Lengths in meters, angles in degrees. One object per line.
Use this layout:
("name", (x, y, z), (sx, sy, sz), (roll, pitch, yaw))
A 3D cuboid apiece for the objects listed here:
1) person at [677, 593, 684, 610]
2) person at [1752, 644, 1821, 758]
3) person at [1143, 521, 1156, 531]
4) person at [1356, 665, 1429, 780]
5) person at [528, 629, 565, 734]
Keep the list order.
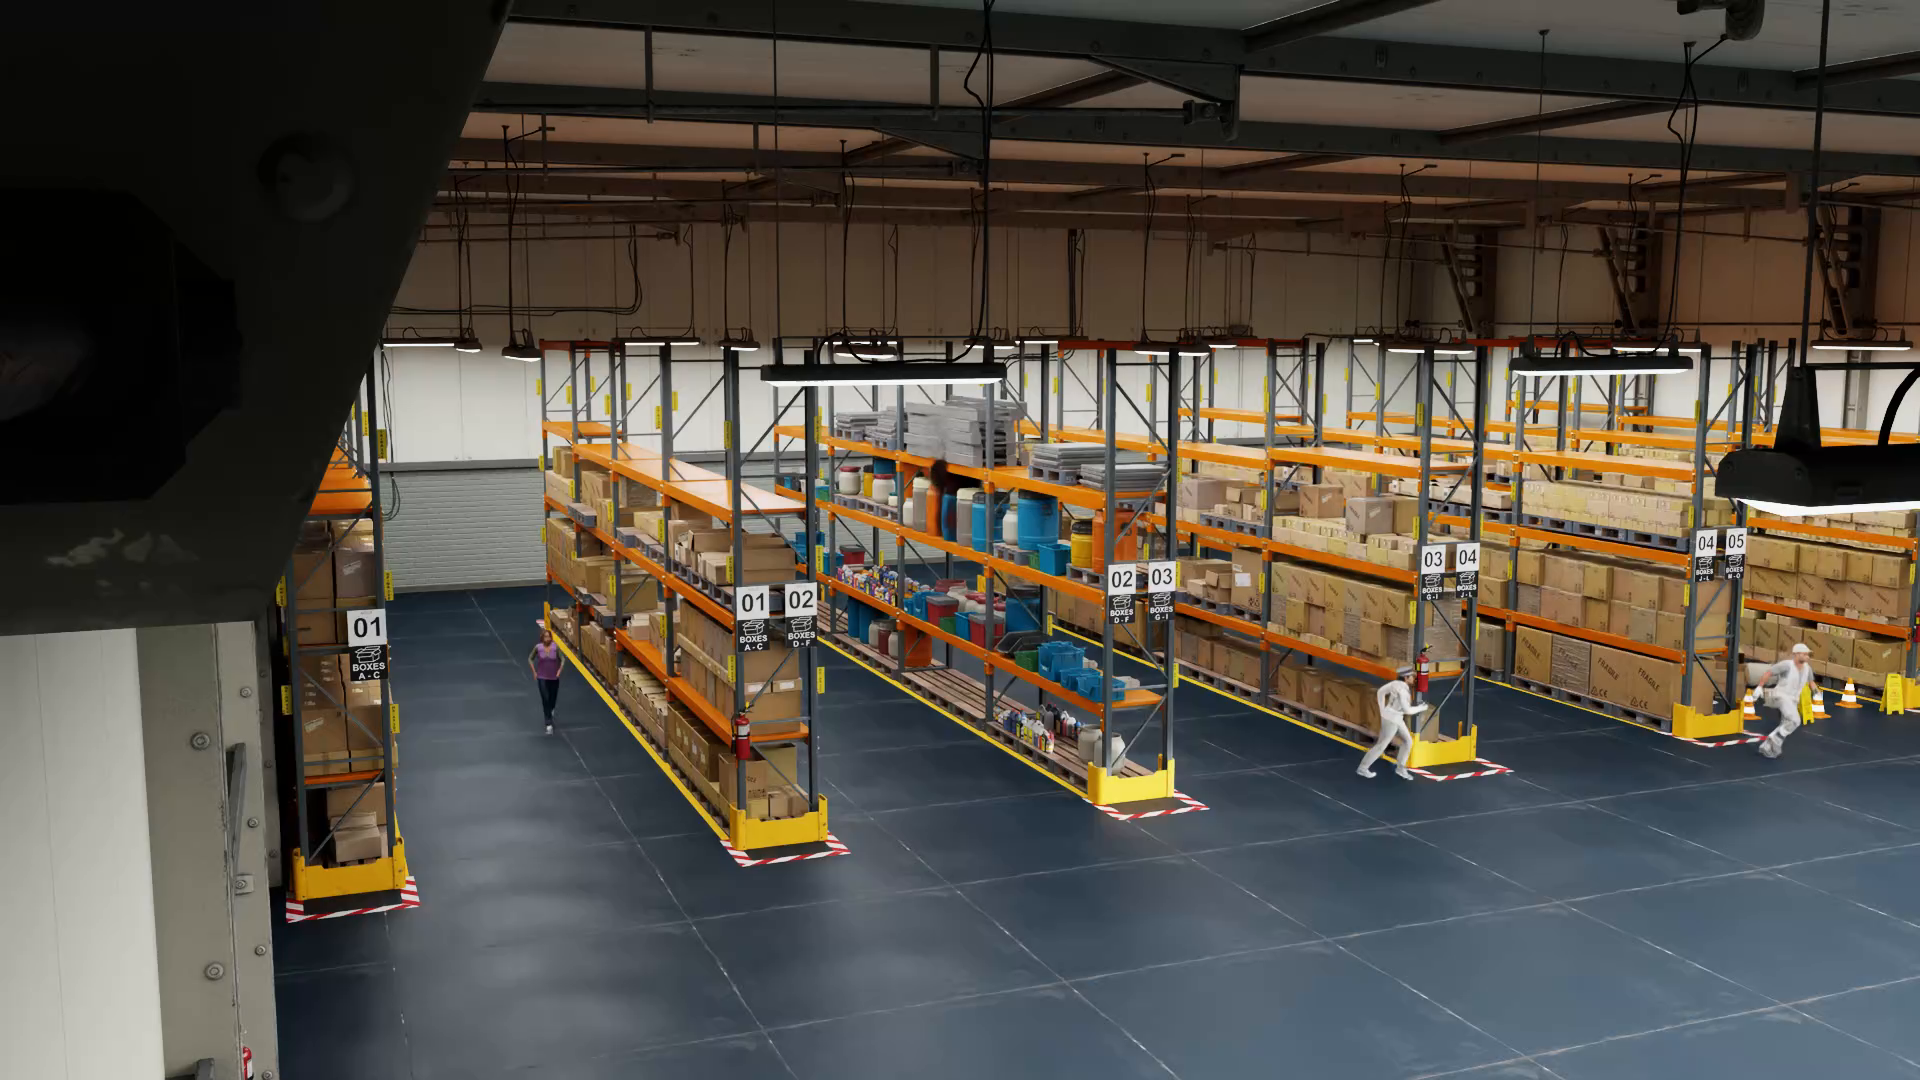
("person", (-5.751, 1.145, 33.575), (0.524, 1.692, 0.793), (-3, 8, -20))
("person", (12.153, 2.353, 24.303), (0.844, 1.691, 0.717), (-4, 9, -30))
("person", (4.347, 0.353, 39.171), (0.767, 1.763, 0.979), (-2, 8, -12))
("person", (5.984, 2.536, 23.015), (0.951, 1.657, 0.605), (1, 7, 8))
("person", (-6.469, 2.174, 26.049), (0.558, 1.604, 0.800), (-3, 8, -19))
